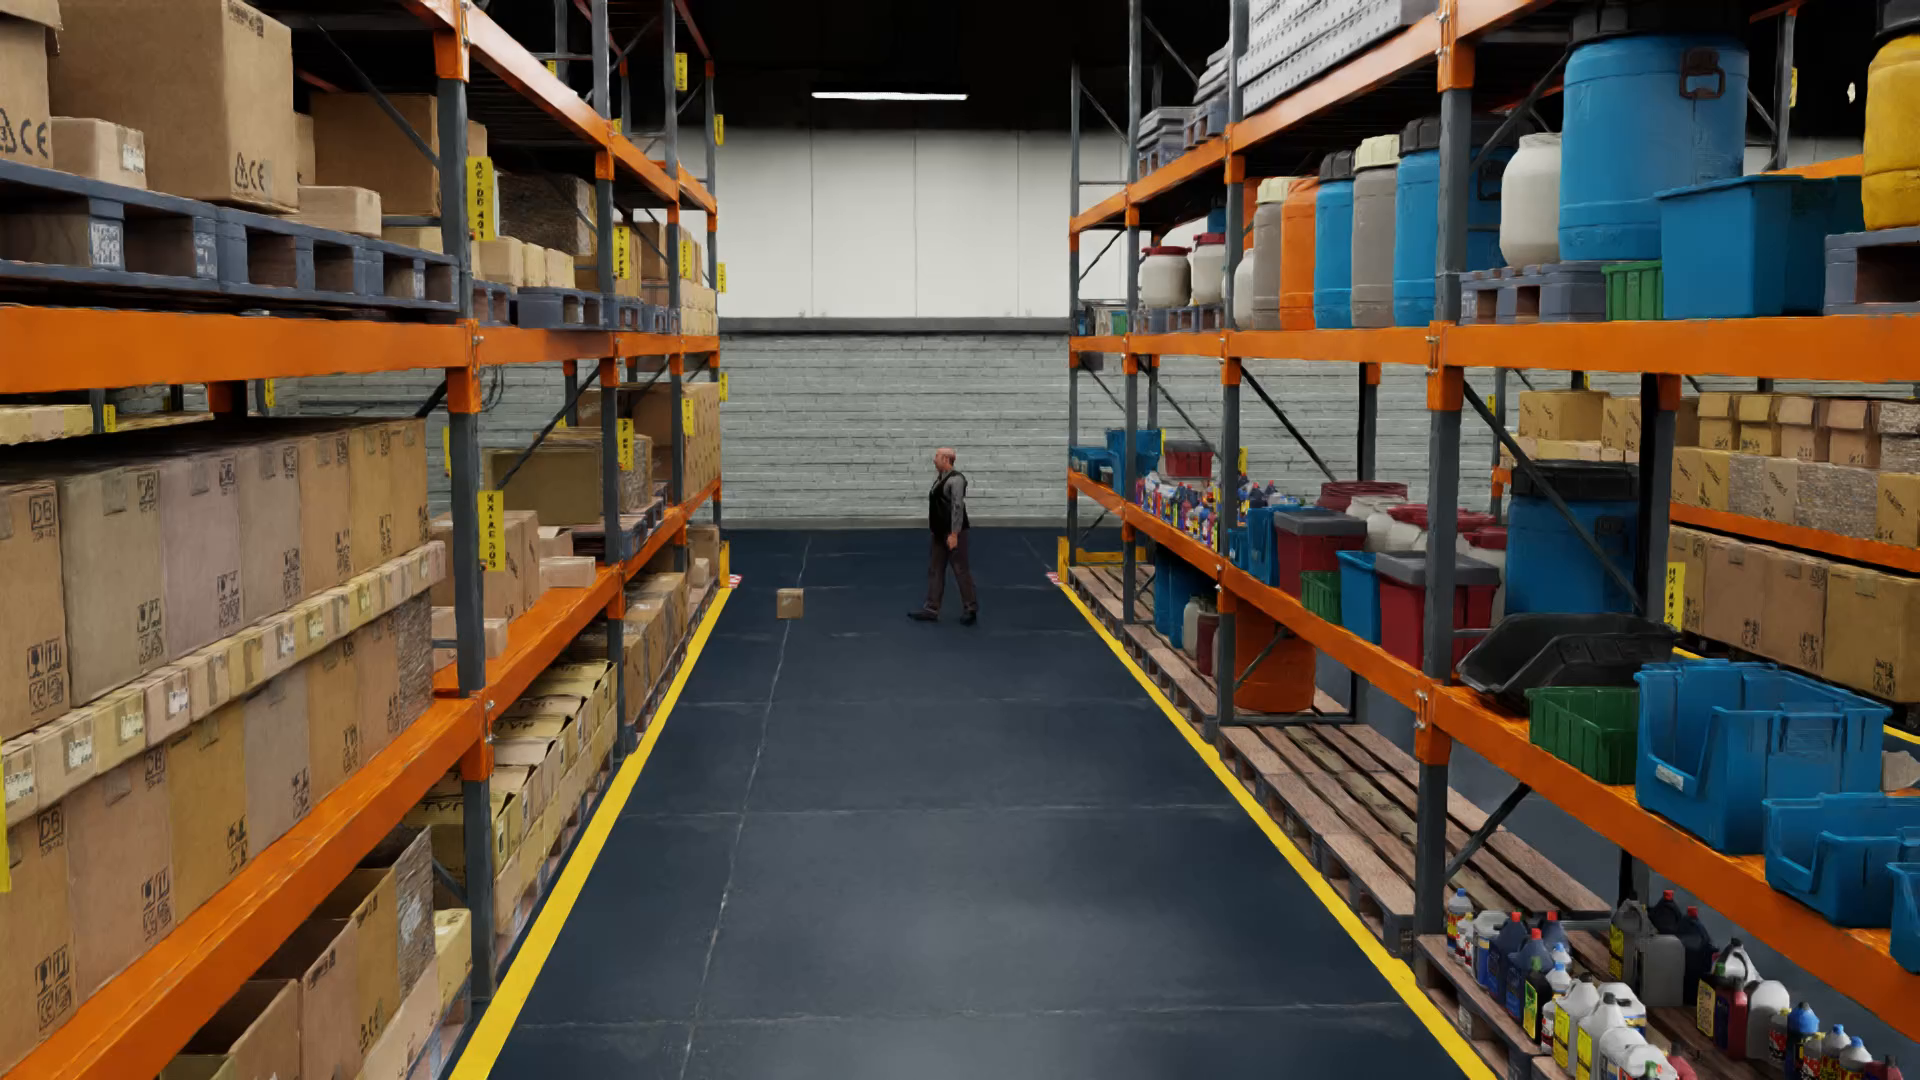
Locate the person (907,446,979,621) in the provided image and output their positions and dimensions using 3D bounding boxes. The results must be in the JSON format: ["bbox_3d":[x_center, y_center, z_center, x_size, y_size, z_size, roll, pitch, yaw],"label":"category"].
[{"bbox_3d":[-0.162,-0.061,16.303,0.630,1.722,0.655,-3,7,-22],"label":"person"}]
